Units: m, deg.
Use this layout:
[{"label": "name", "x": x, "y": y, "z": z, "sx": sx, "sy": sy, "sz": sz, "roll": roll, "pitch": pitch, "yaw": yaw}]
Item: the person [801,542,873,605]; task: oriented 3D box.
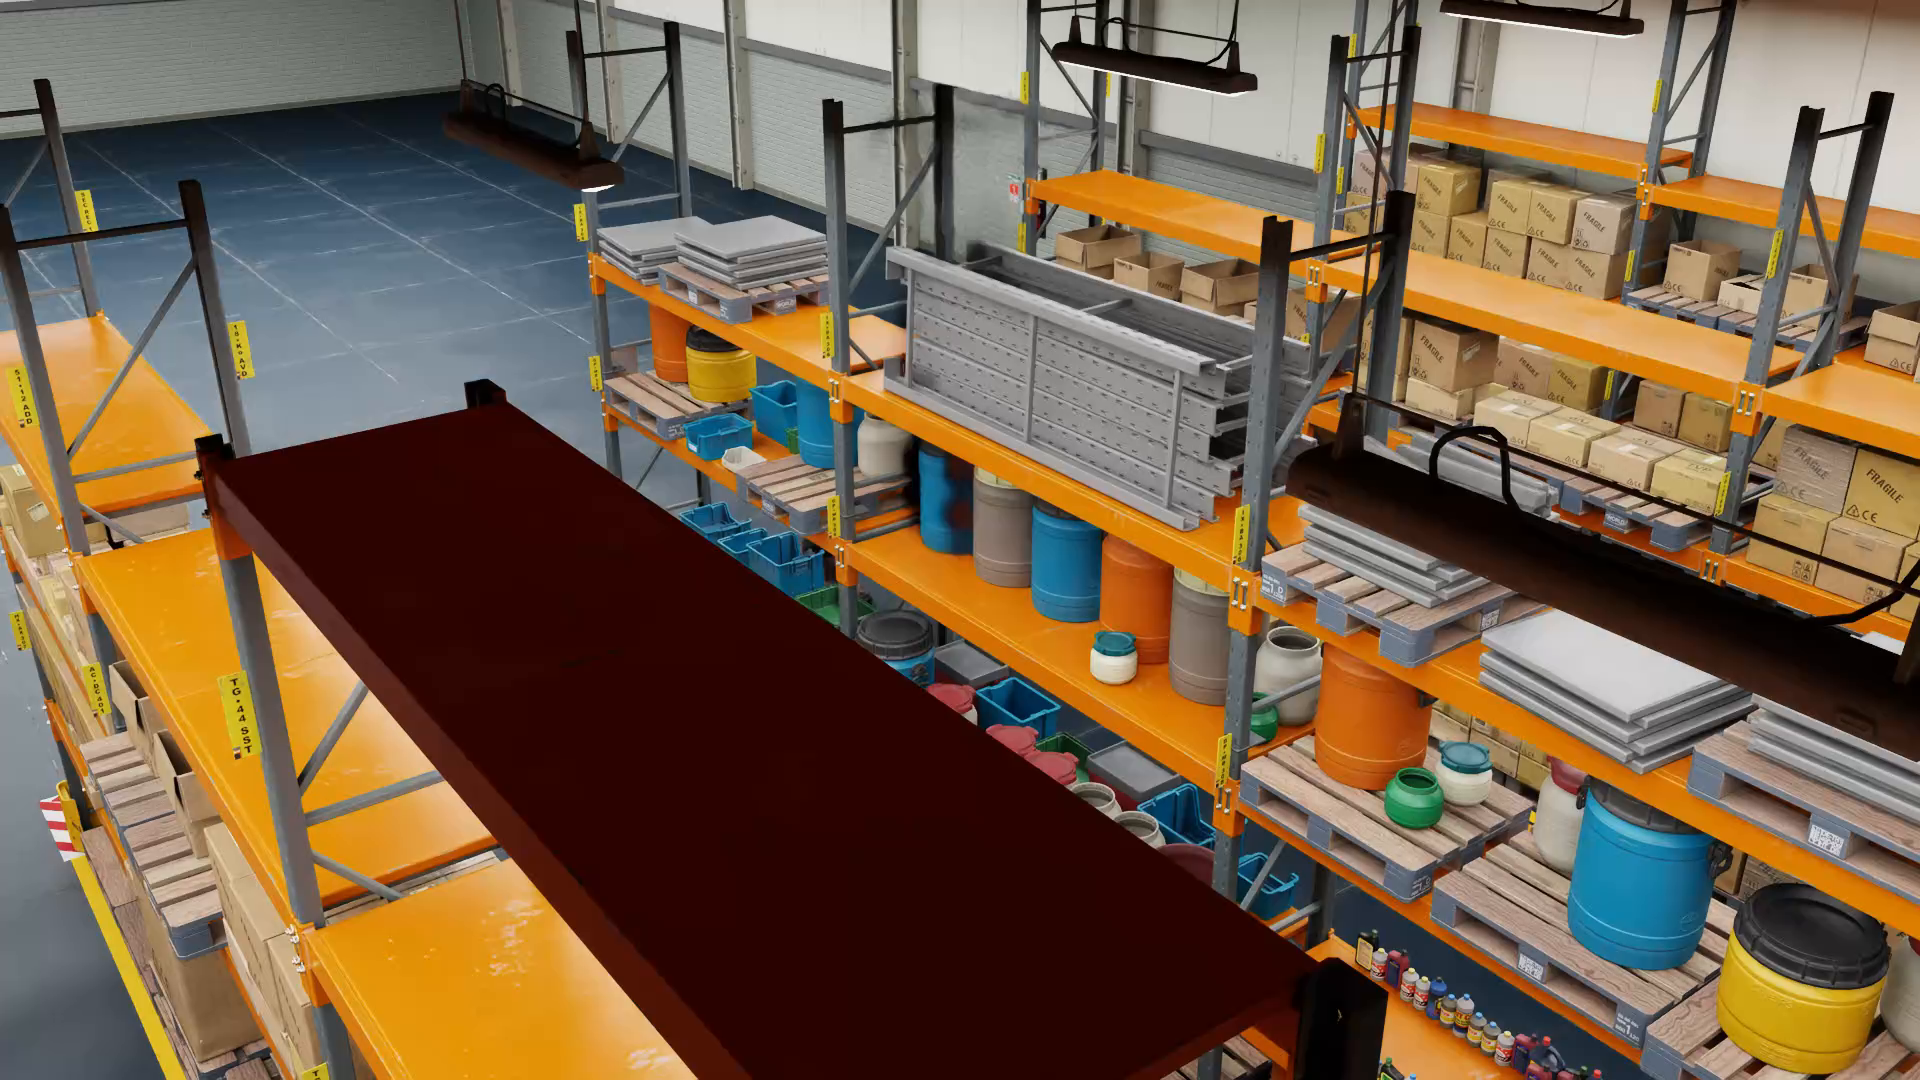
[{"label": "person", "x": -1.277, "y": 0.100, "z": 16.792, "sx": 0.600, "sy": 1.672, "sz": 0.643, "roll": 20, "pitch": 32, "yaw": 37}]
